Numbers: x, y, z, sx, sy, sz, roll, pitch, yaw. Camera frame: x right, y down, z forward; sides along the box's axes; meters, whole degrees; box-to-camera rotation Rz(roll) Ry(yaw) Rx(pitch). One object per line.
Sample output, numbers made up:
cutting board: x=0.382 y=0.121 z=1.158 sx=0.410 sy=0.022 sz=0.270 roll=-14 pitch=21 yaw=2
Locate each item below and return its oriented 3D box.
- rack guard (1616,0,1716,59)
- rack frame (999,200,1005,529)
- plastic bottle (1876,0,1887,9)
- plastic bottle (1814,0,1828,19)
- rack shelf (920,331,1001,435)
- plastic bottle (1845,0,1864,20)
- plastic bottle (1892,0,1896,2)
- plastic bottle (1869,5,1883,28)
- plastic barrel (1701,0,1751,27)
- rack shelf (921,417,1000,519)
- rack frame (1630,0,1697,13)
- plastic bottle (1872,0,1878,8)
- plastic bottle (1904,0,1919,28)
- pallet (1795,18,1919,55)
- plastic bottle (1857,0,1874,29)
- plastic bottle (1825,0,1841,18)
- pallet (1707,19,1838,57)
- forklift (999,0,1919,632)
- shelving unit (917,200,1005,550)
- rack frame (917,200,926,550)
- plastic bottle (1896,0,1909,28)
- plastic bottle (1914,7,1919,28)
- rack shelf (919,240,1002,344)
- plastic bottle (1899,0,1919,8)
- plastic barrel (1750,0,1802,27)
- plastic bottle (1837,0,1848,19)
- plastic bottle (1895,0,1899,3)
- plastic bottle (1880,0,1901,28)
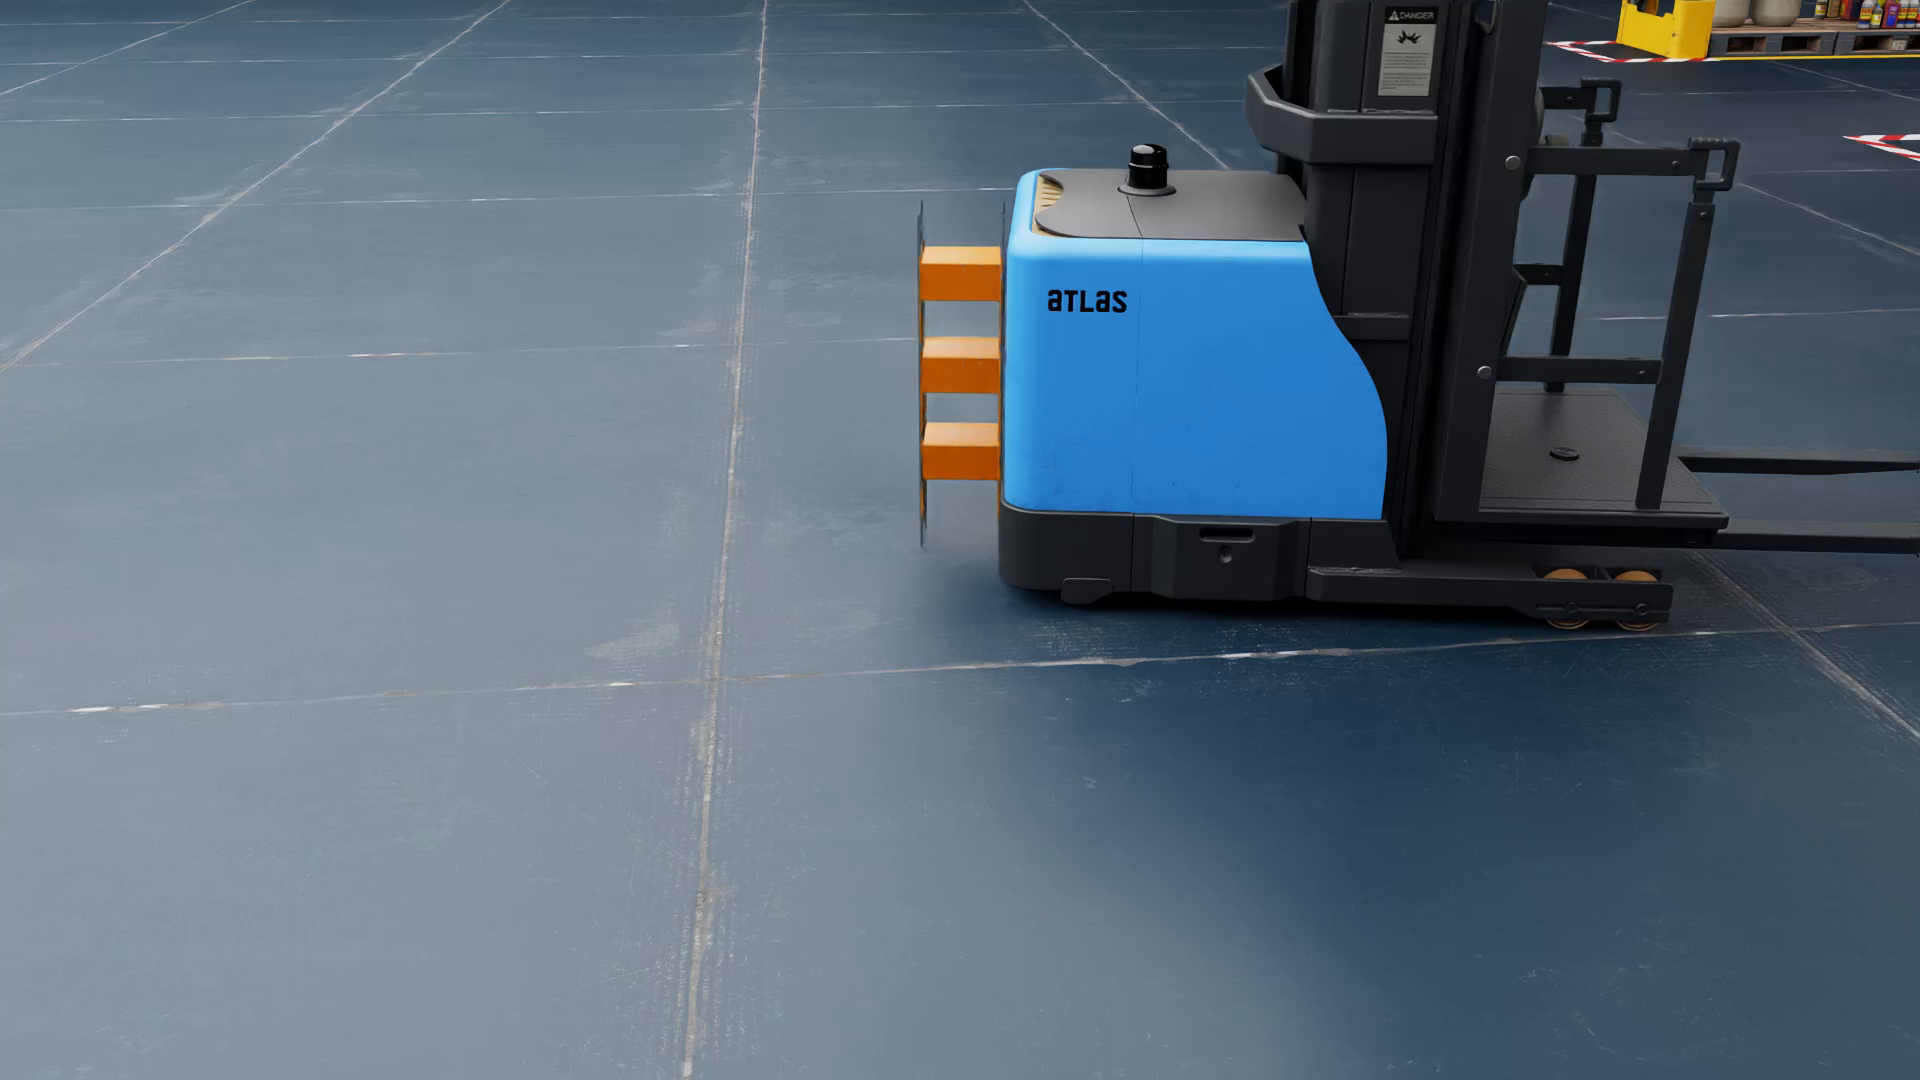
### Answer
rack guard: x=6.561 y=-4.824 z=15.488 sx=0.348 sy=0.500 sz=1.175 roll=-2 pitch=24 yaw=-5
rack frame: x=0.128 y=-0.487 z=5.053 sx=0.008 sy=1.050 sz=0.200 roll=1 pitch=24 yaw=2
plastic bottle: x=8.831 y=-5.198 z=15.972 sx=0.185 sy=0.351 sz=0.144 roll=-1 pitch=24 yaw=-3
plastic bottle: x=8.275 y=-5.117 z=15.973 sx=0.097 sy=0.201 sz=0.097 roll=0 pitch=24 yaw=0
rack shelf: x=0.006 y=-0.479 z=5.061 sx=0.240 sy=0.259 sz=0.215 roll=1 pitch=24 yaw=2
plastic bottle: x=8.539 y=-5.111 z=15.858 sx=0.133 sy=0.283 sz=0.061 roll=-2 pitch=24 yaw=-5
plastic bottle: x=8.886 y=-5.083 z=15.896 sx=0.097 sy=0.201 sz=0.097 roll=0 pitch=24 yaw=0
plastic bottle: x=8.428 y=-4.817 z=15.298 sx=0.097 sy=0.201 sz=0.097 roll=0 pitch=24 yaw=0
plastic barrel: x=7.137 y=-5.057 z=15.479 sx=0.421 sy=0.512 sz=0.421 roll=0 pitch=24 yaw=0
rack shelf: x=0.006 y=-0.225 z=5.174 sx=0.240 sy=0.259 sz=0.215 roll=1 pitch=24 yaw=2
rack frame: x=6.490 y=-5.944 z=14.931 sx=0.127 sy=3.000 sz=1.000 roll=-2 pitch=24 yaw=-5
plastic bottle: x=8.697 y=-5.072 z=15.872 sx=0.097 sy=0.201 sz=0.097 roll=0 pitch=24 yaw=0
plastic bottle: x=8.766 y=-4.863 z=15.315 sx=0.097 sy=0.271 sz=0.097 roll=0 pitch=24 yaw=0
pallet: x=8.581 y=-4.770 z=15.721 sx=1.213 sy=0.211 sz=1.003 roll=-2 pitch=24 yaw=-5
plastic bottle: x=8.325 y=-4.845 z=15.275 sx=0.097 sy=0.271 sz=0.097 roll=0 pitch=24 yaw=0
plastic bottle: x=8.389 y=-5.167 z=15.984 sx=0.133 sy=0.283 sz=0.061 roll=-2 pitch=24 yaw=-4
pallet: x=7.370 y=-4.722 z=15.615 sx=1.213 sy=0.211 sz=1.003 roll=-2 pitch=24 yaw=-5
forklift: x=1.654 y=-1.306 z=4.581 sx=3.031 sy=2.935 sz=1.130 roll=2 pitch=24 yaw=3
shelving unit: x=0.006 y=-0.489 z=5.057 sx=0.252 sy=1.050 sz=0.215 roll=1 pitch=24 yaw=2
rack frame: x=-0.116 y=-0.490 z=5.061 sx=0.008 sy=1.050 sz=0.200 roll=1 pitch=24 yaw=2
plastic bottle: x=8.666 y=-4.859 z=15.306 sx=0.097 sy=0.271 sz=0.097 roll=0 pitch=24 yaw=0
plastic bottle: x=8.864 y=-4.835 z=15.338 sx=0.097 sy=0.201 sz=0.097 roll=0 pitch=24 yaw=0
rack shelf: x=0.006 y=-0.738 z=4.946 sx=0.240 sy=0.259 sz=0.215 roll=1 pitch=24 yaw=2
plastic bottle: x=9.055 y=-5.113 z=15.871 sx=0.135 sy=0.276 sz=0.152 roll=-2 pitch=24 yaw=-5
plastic barrel: x=7.636 y=-5.077 z=15.524 sx=0.421 sy=0.512 sz=0.421 roll=0 pitch=24 yaw=0
plastic bottle: x=8.528 y=-5.150 z=15.956 sx=0.135 sy=0.276 sz=0.152 roll=-2 pitch=24 yaw=-5
plastic bottle: x=9.016 y=-5.206 z=15.988 sx=0.185 sy=0.351 sz=0.144 roll=-2 pitch=24 yaw=-6
plastic bottle: x=8.552 y=-4.852 z=15.276 sx=0.133 sy=0.283 sz=0.061 roll=-2 pitch=24 yaw=-4
